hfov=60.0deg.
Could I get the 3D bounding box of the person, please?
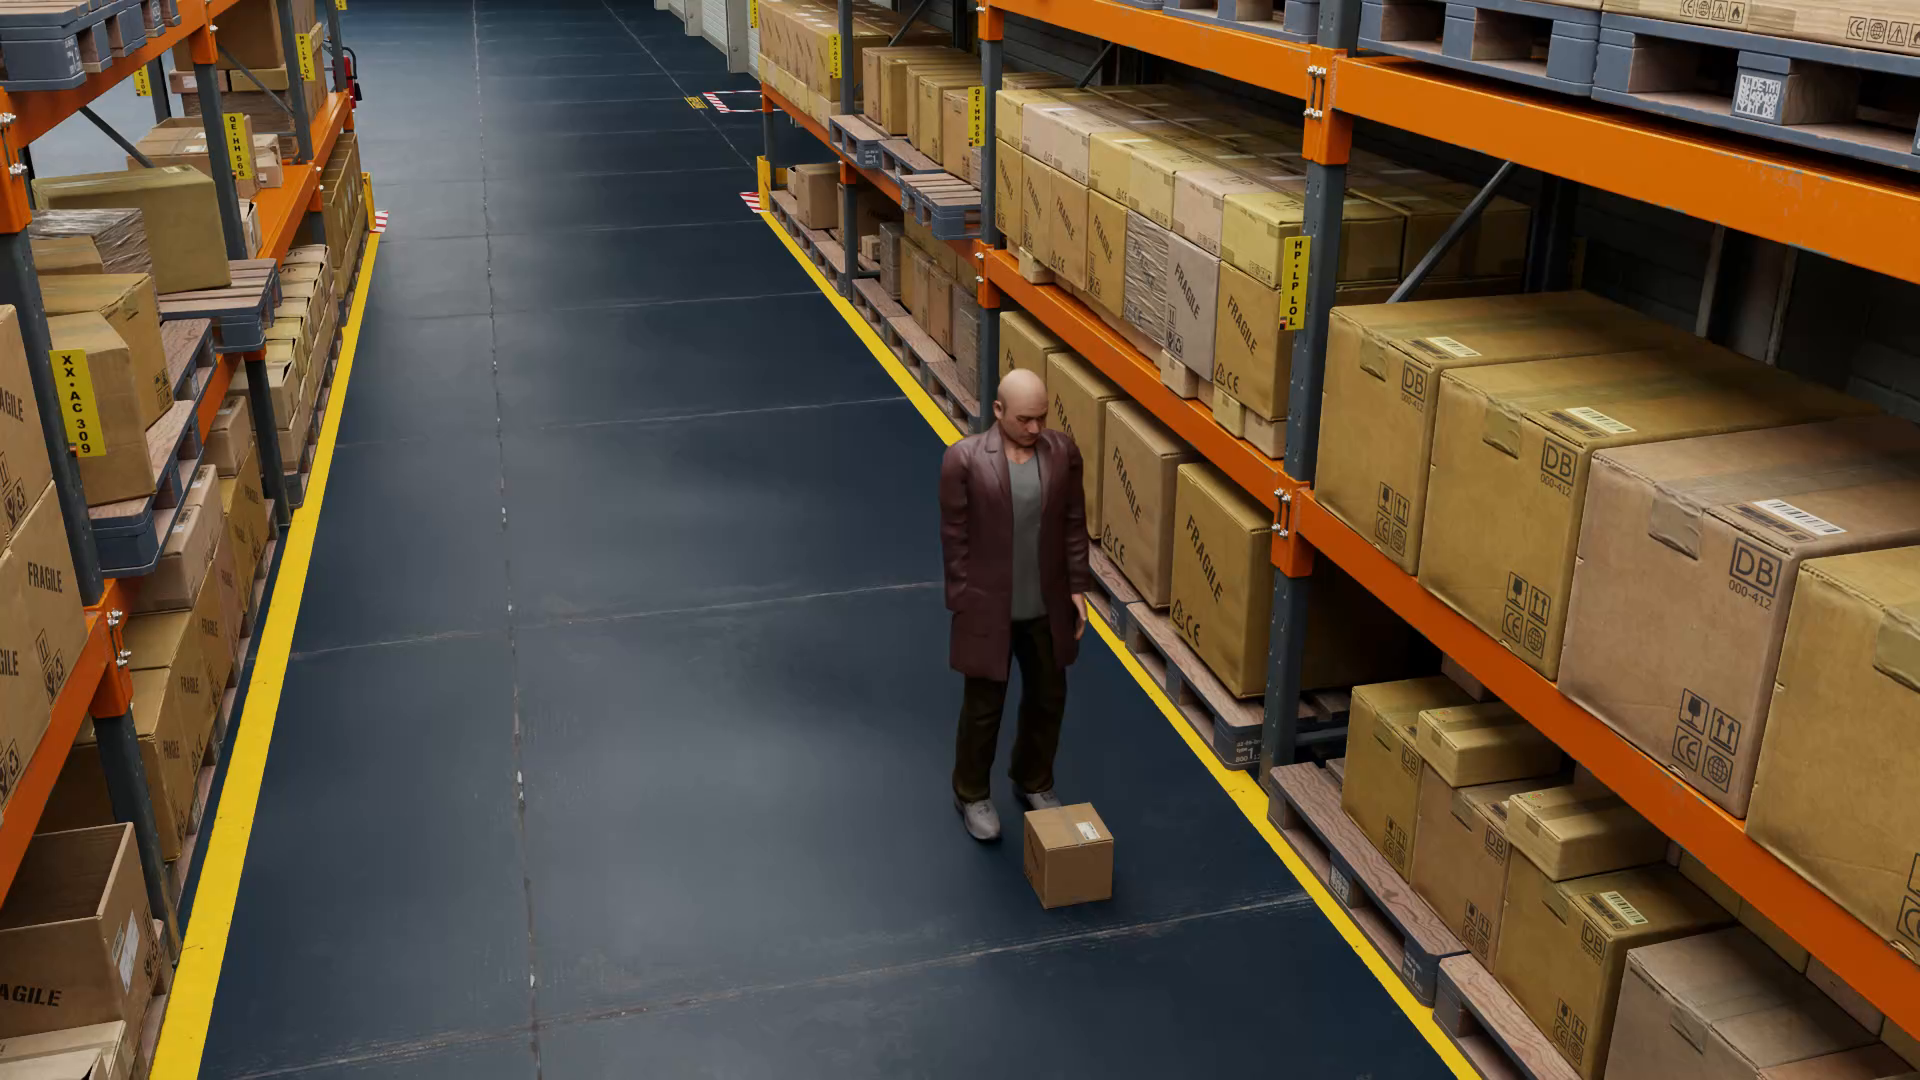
[{"bbox_3d":[0.215,0.254,6.073,0.562,1.729,0.378,-8,24,-18],"label":"person"}]
